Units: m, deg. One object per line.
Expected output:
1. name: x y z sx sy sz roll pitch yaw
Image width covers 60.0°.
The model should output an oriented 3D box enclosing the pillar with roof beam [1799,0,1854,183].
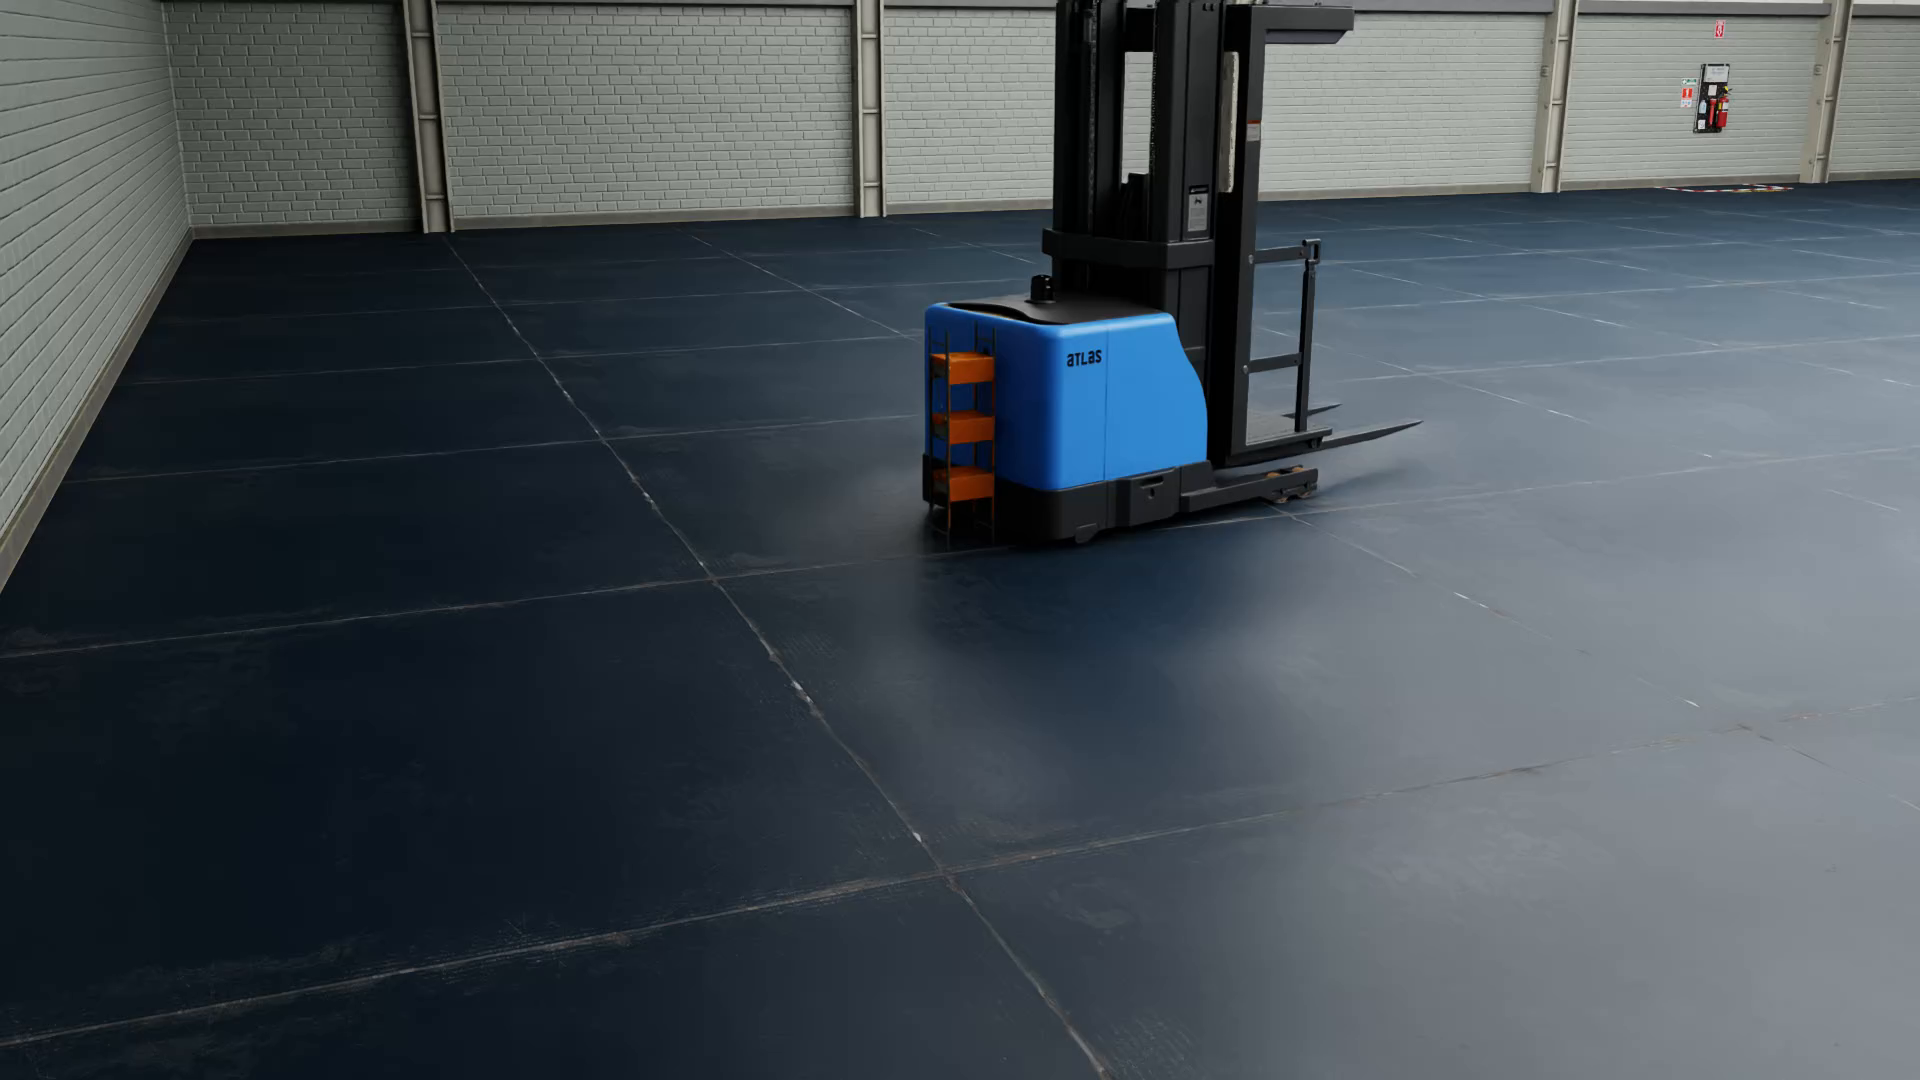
1. pillar with roof beam: 17.049 -9.688 25.117 0.400 9.000 9.100 -6 17 -20

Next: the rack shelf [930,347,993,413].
1. rack shelf: 0.000 -0.754 7.834 0.240 0.259 0.215 -9 18 -27

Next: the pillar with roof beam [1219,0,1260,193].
1. pillar with roof beam: 5.843 -8.478 20.997 0.400 9.000 9.100 -6 17 -20

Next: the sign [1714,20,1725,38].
1. sign: 13.144 -8.840 28.765 0.199 0.298 0.001 -6 17 -20

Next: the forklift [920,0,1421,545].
1. forklift: 1.273 -1.697 8.676 3.031 2.935 1.130 -12 20 -36

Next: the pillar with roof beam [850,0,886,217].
1. pillar with roof beam: 0.241 -7.873 18.937 0.400 9.000 9.100 -6 17 -20

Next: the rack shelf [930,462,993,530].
1. rack shelf: 0.000 -0.215 7.992 0.240 0.259 0.215 -9 18 -27

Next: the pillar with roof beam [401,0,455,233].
1. pillar with roof beam: -5.362 -7.268 16.877 0.400 9.000 9.100 -6 17 -20

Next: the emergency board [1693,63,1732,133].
1. emergency board: 13.187 -7.703 29.005 0.643 1.169 0.194 -6 17 -20

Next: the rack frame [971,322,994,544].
1. rack frame: 0.107 -0.509 7.967 0.008 1.050 0.200 -9 18 -27

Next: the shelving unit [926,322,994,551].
1. shelving unit: 0.000 -0.492 7.911 0.252 1.050 0.215 -9 18 -27

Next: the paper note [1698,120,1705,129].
1. paper note: 12.997 -7.280 29.130 0.142 0.148 0.016 -6 17 -20

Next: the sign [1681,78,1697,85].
1. sign: 12.641 -7.944 28.822 0.331 0.109 0.001 -6 17 -20

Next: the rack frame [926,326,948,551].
1. rack frame: -0.107 -0.476 7.855 0.008 1.050 0.200 -9 18 -27

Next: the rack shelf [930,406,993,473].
1. rack shelf: 0.000 -0.482 7.914 0.240 0.259 0.215 -9 18 -27

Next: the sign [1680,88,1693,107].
1. sign: 12.634 -7.691 28.903 0.234 0.329 0.001 -6 17 -20

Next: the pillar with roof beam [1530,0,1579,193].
1. pillar with roof beam: 11.446 -9.083 23.057 0.400 9.000 9.100 -6 17 -20
